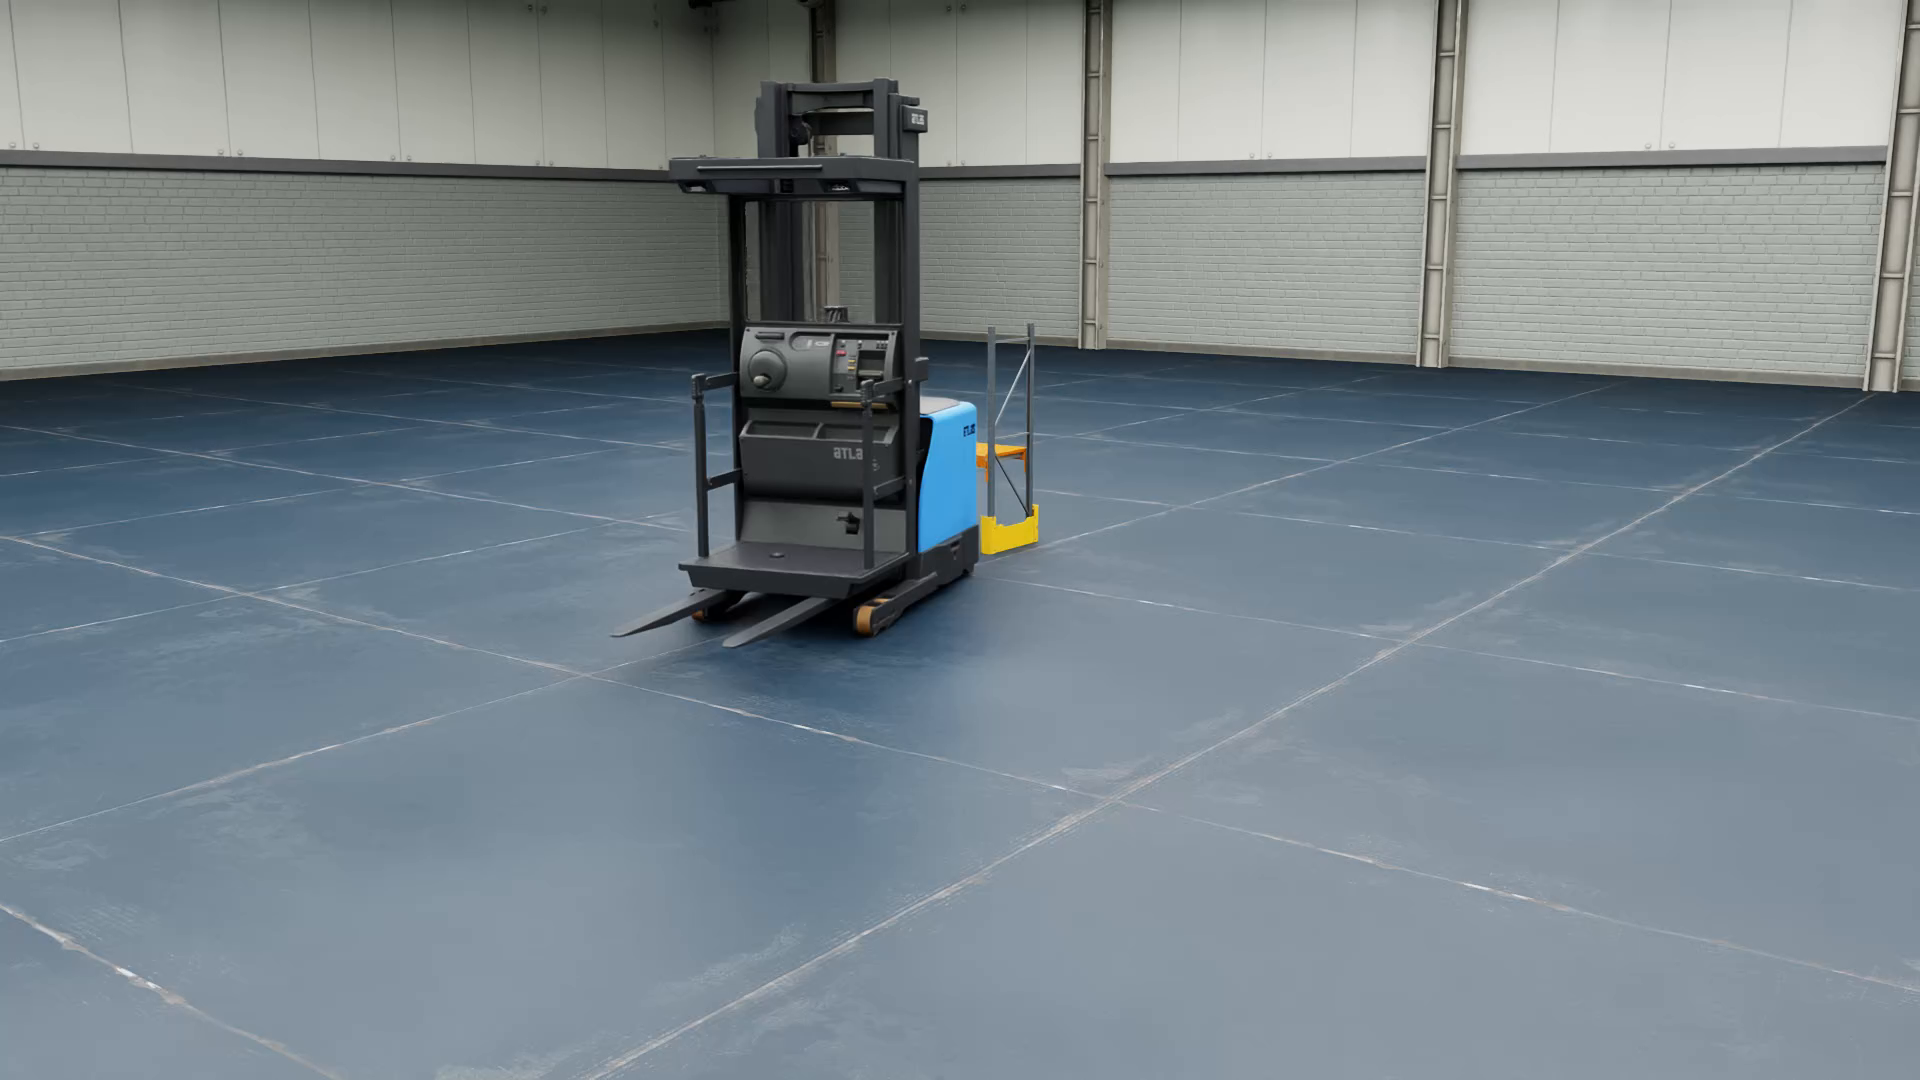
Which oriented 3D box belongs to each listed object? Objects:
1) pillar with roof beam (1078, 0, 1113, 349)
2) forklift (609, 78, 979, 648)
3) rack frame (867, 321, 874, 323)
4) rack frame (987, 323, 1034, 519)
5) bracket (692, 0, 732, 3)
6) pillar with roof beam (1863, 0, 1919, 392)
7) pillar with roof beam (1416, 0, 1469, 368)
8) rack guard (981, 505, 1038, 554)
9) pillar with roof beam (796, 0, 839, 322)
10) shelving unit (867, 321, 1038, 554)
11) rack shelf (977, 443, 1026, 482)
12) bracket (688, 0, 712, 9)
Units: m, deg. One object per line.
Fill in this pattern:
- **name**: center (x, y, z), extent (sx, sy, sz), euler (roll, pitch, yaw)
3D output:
- **pillar with roof beam**: center (-0.274, -7.047, 24.265), extent (0.400, 9.000, 9.100), euler (8, 13, 36)
- **forklift**: center (-0.860, -1.012, 9.046), extent (1.130, 2.935, 3.031), euler (4, 12, 19)
- **rack frame**: center (-0.478, -0.803, 11.732), extent (0.032, 1.500, 0.500), euler (8, 13, 36)
- **rack frame**: center (0.341, -0.689, 11.141), extent (0.032, 1.500, 0.500), euler (8, 13, 36)
- **bracket**: center (-4.541, -10.340, 31.811), extent (3.189, 0.066, 0.076), euler (8, 13, 36)
- **pillar with roof beam**: center (9.398, -5.698, 17.292), extent (0.400, 9.000, 9.100), euler (8, 13, 36)
- **pillar with roof beam**: center (4.562, -6.373, 20.778), extent (0.400, 9.000, 9.100), euler (8, 13, 36)
- **rack guard**: center (0.340, -0.075, 11.261), extent (0.087, 0.250, 0.587), euler (8, 13, 36)
- **pillar with roof beam**: center (-5.110, -7.722, 27.752), extent (0.548, 9.000, 9.100), euler (8, 13, 36)
- **shelving unit**: center (-0.061, -0.745, 11.432), extent (1.083, 1.500, 0.587), euler (8, 13, 36)
- **rack shelf**: center (-0.069, -0.569, 11.471), extent (1.000, 0.185, 0.538), euler (8, 13, 36)
- **bracket**: center (-5.017, -10.407, 32.154), extent (0.430, 0.232, 0.235), euler (8, 13, 36)
